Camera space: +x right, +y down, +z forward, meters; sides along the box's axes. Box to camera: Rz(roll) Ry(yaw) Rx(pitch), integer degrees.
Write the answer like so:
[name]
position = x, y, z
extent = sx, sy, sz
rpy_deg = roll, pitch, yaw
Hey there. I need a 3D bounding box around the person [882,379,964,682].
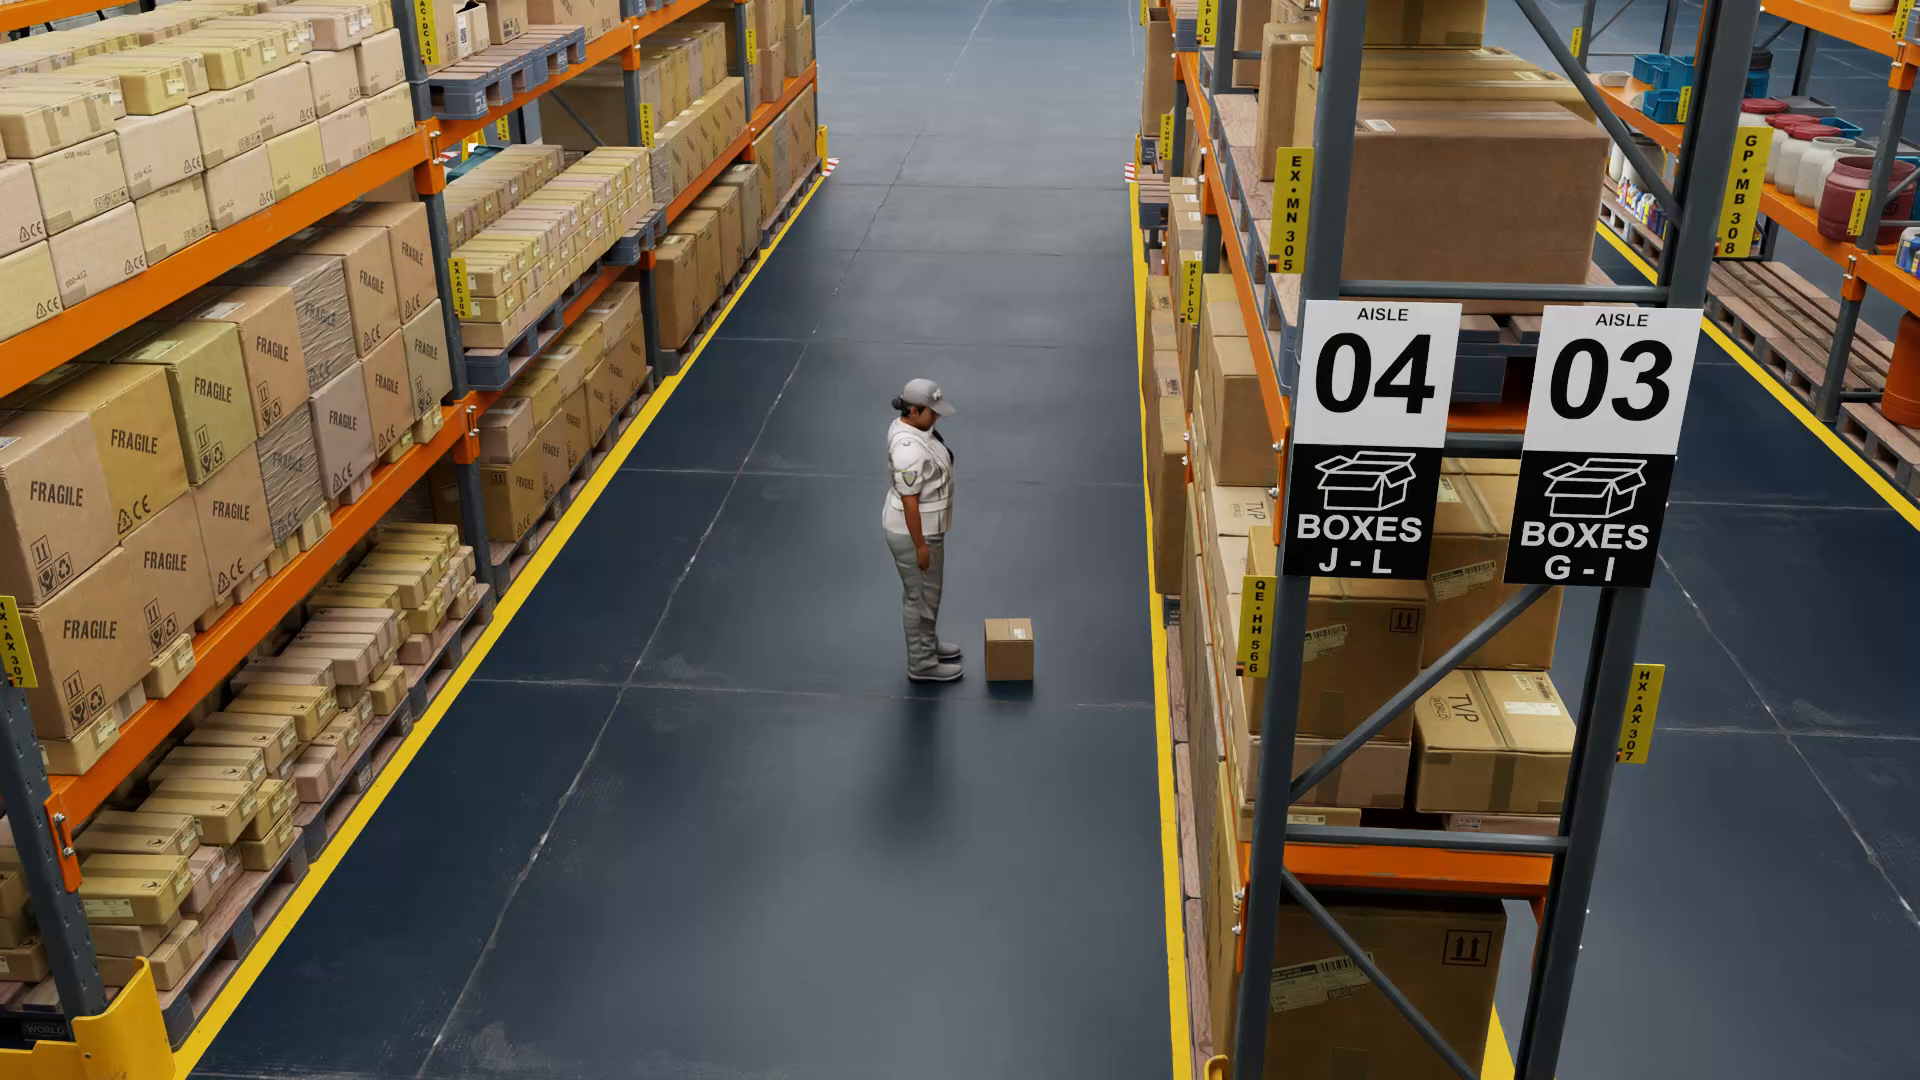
[person]
position = -0.194, -0.049, 8.691
extent = 0.424, 1.670, 0.481
rpy_deg = -1, 25, -1
